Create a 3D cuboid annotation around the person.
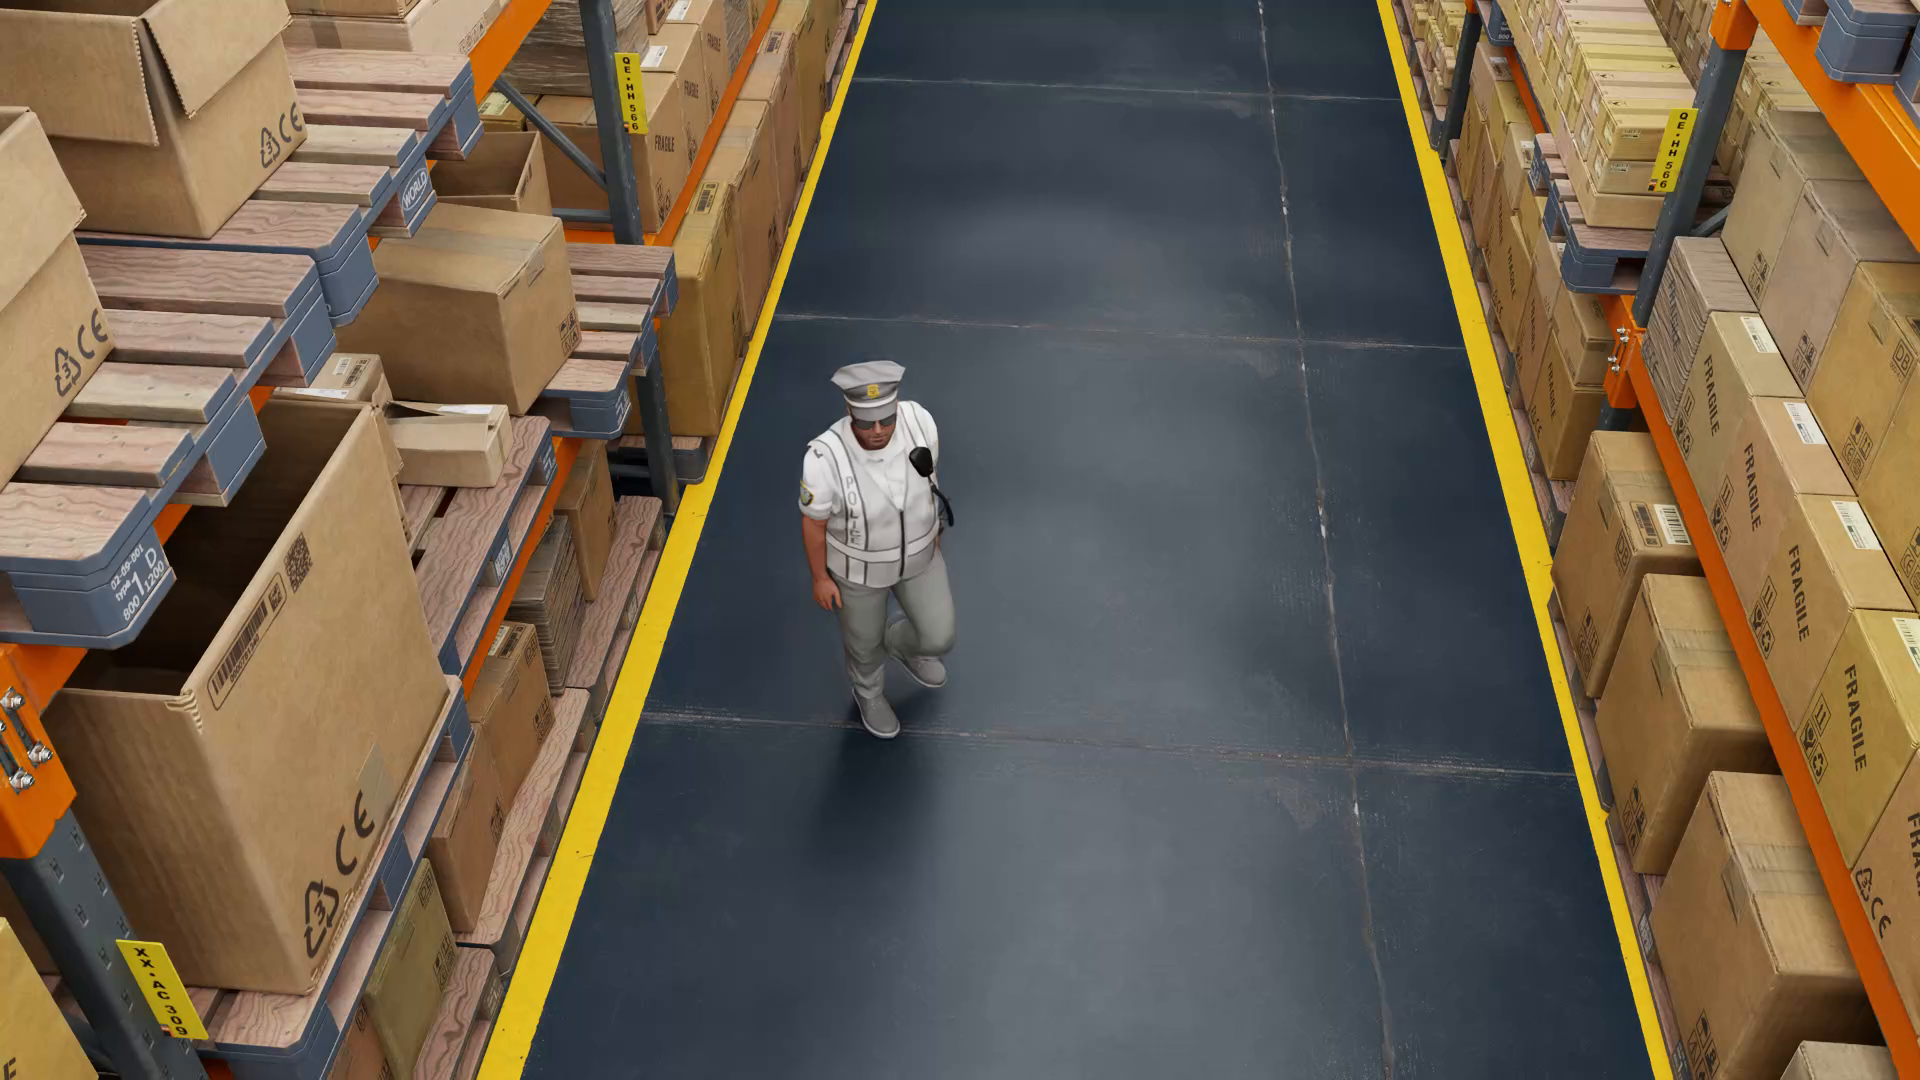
[{"bbox_3d":[-0.299,0.033,6.084,0.588,1.749,0.488,-17,43,-20],"label":"person"}]
